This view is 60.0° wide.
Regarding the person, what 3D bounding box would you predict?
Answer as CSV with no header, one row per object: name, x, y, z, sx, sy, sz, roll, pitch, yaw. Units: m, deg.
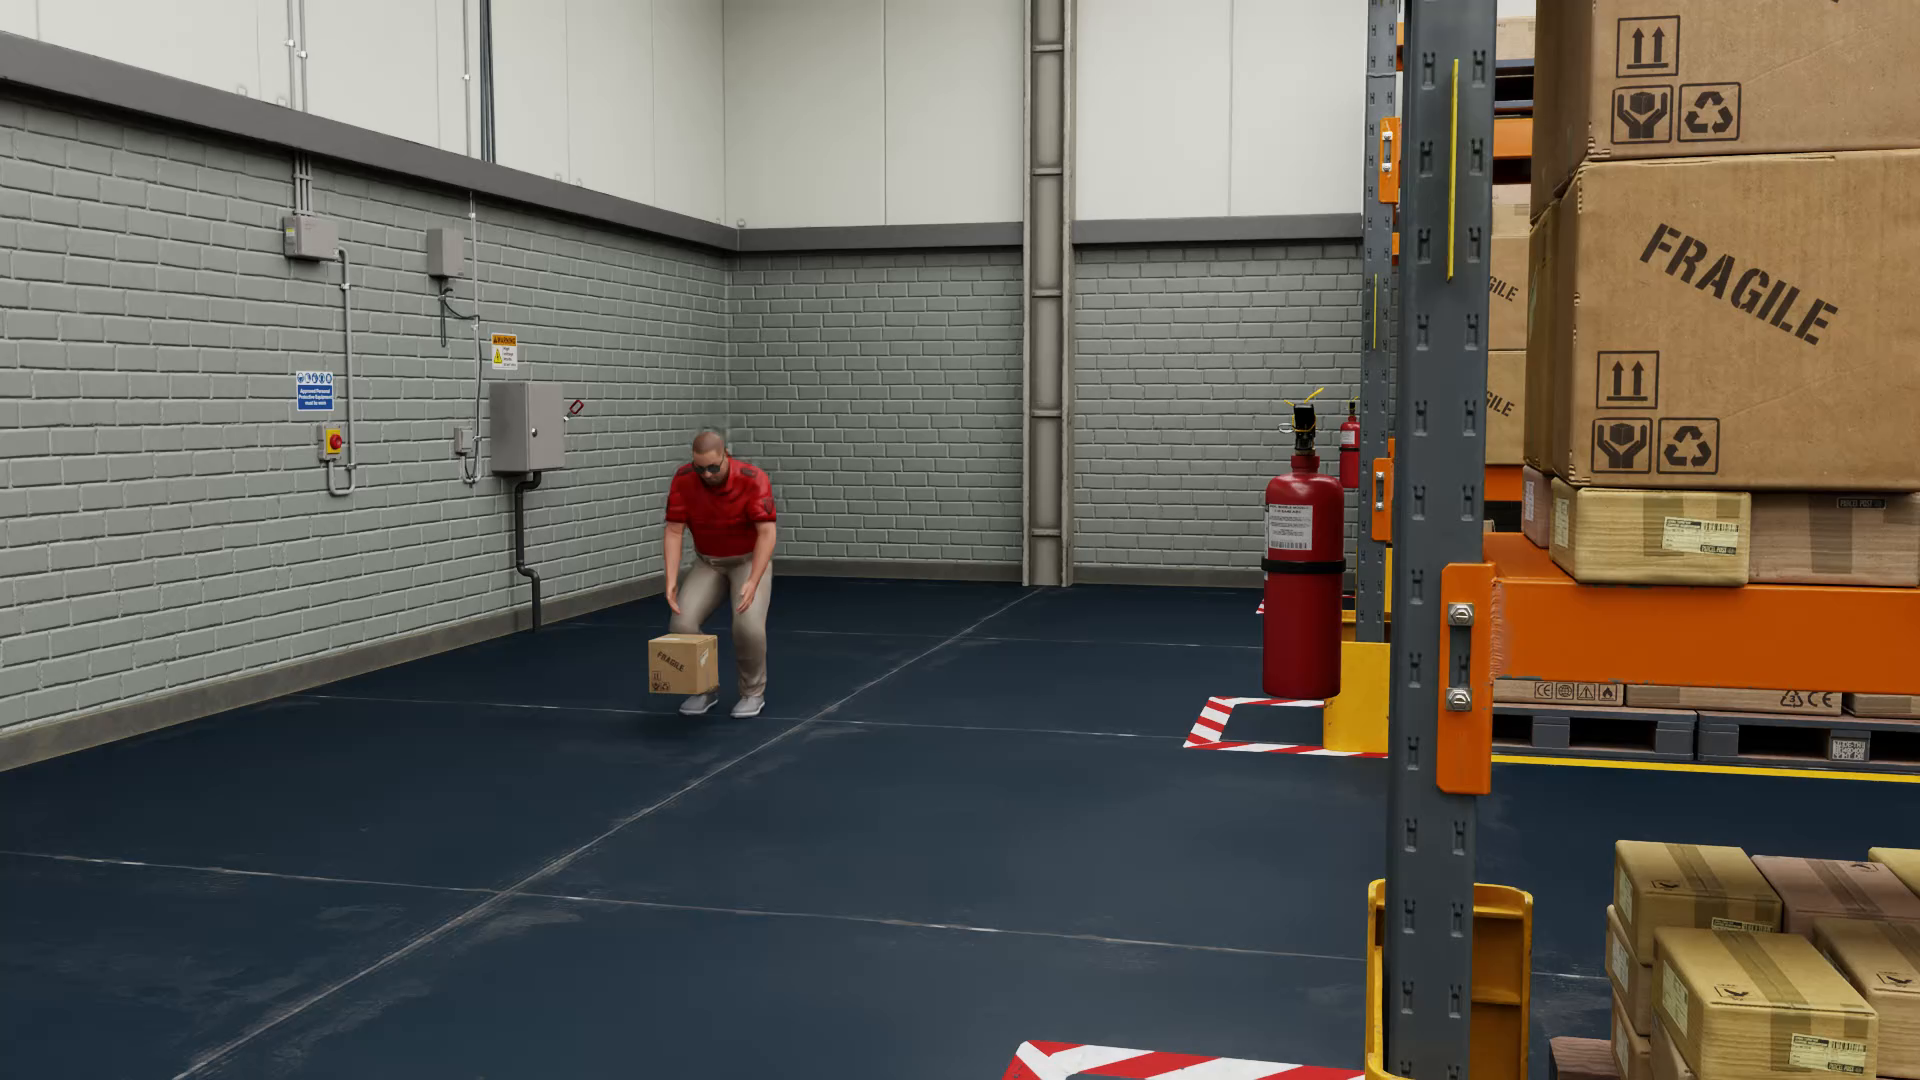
person,-1.175,0.169,8.397,0.590,1.439,0.685,1,5,14
